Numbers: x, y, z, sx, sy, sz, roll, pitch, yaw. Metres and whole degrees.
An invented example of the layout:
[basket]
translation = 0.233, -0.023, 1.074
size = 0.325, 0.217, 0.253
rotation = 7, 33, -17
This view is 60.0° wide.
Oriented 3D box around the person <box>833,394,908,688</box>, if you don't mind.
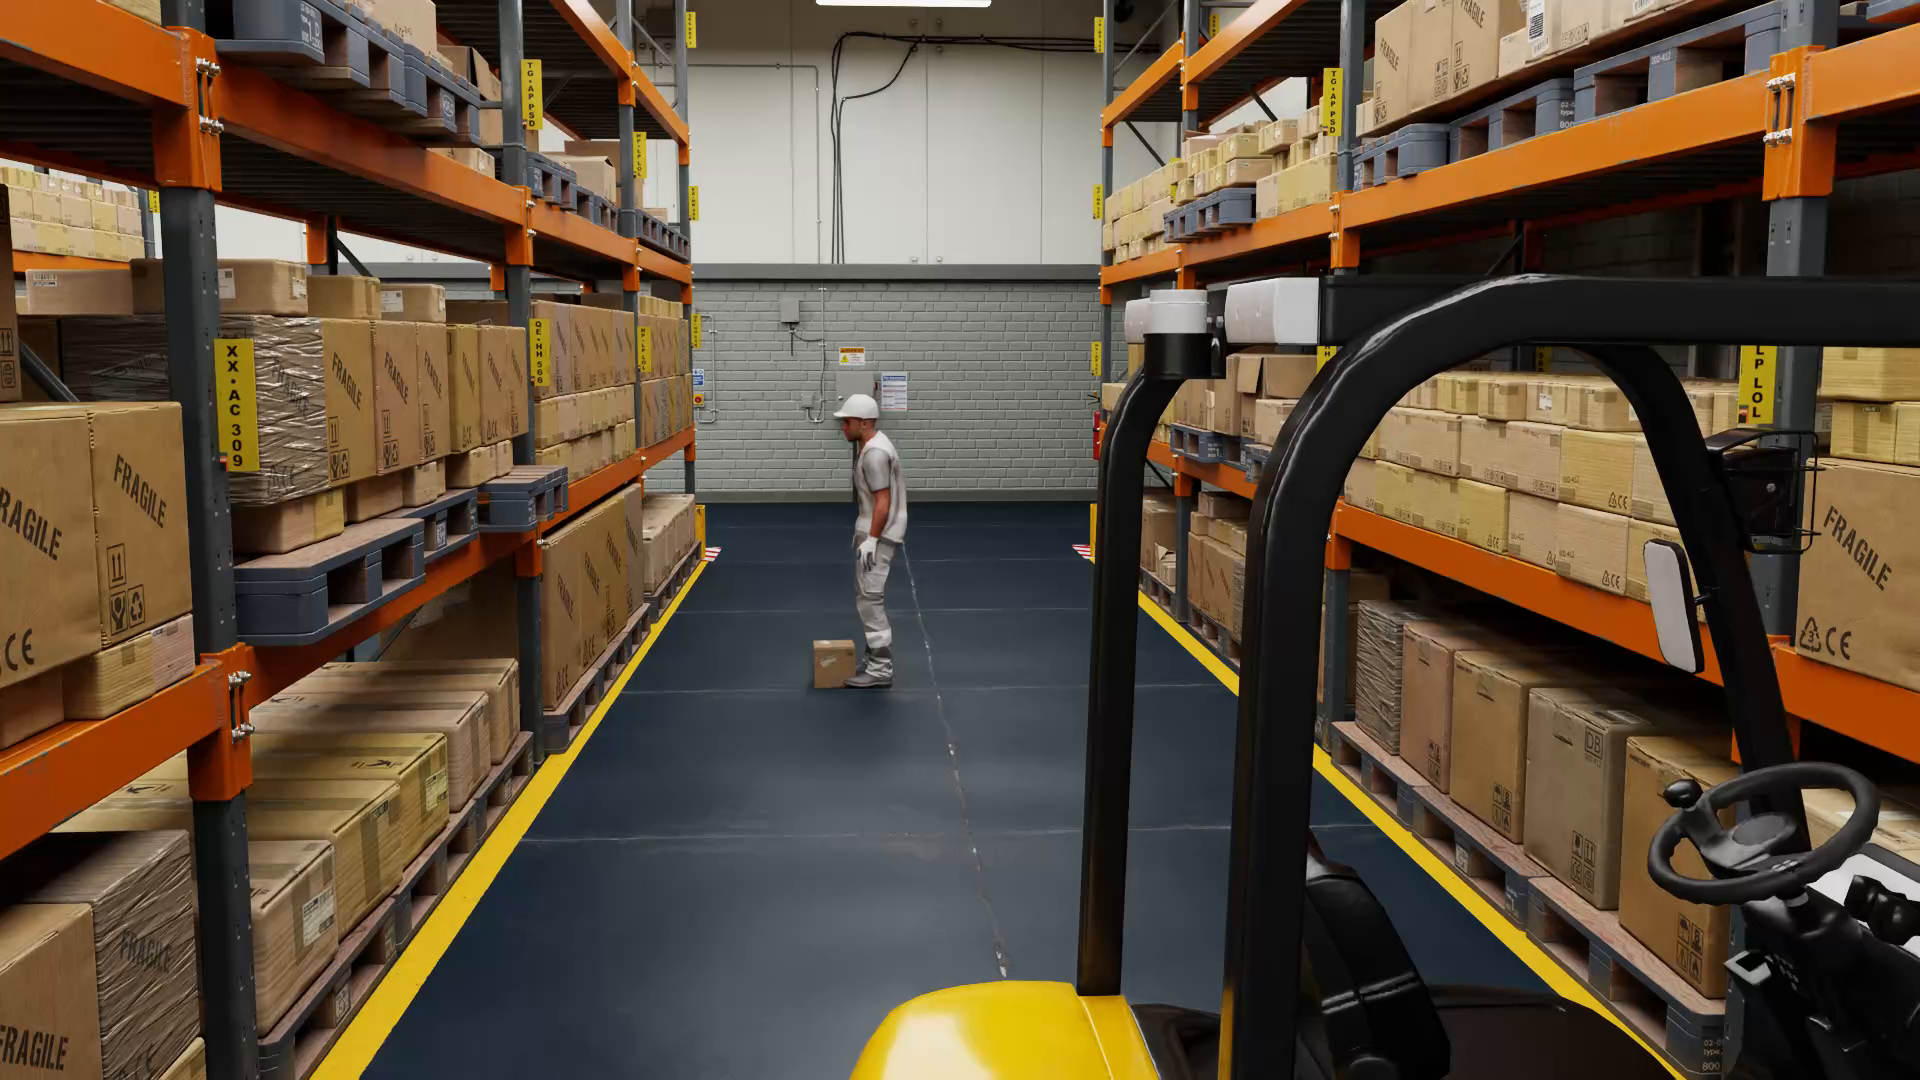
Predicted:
[person]
translation = -0.550, 0.001, 10.168
size = 0.447, 1.778, 0.592
rotation = -1, 7, -6
